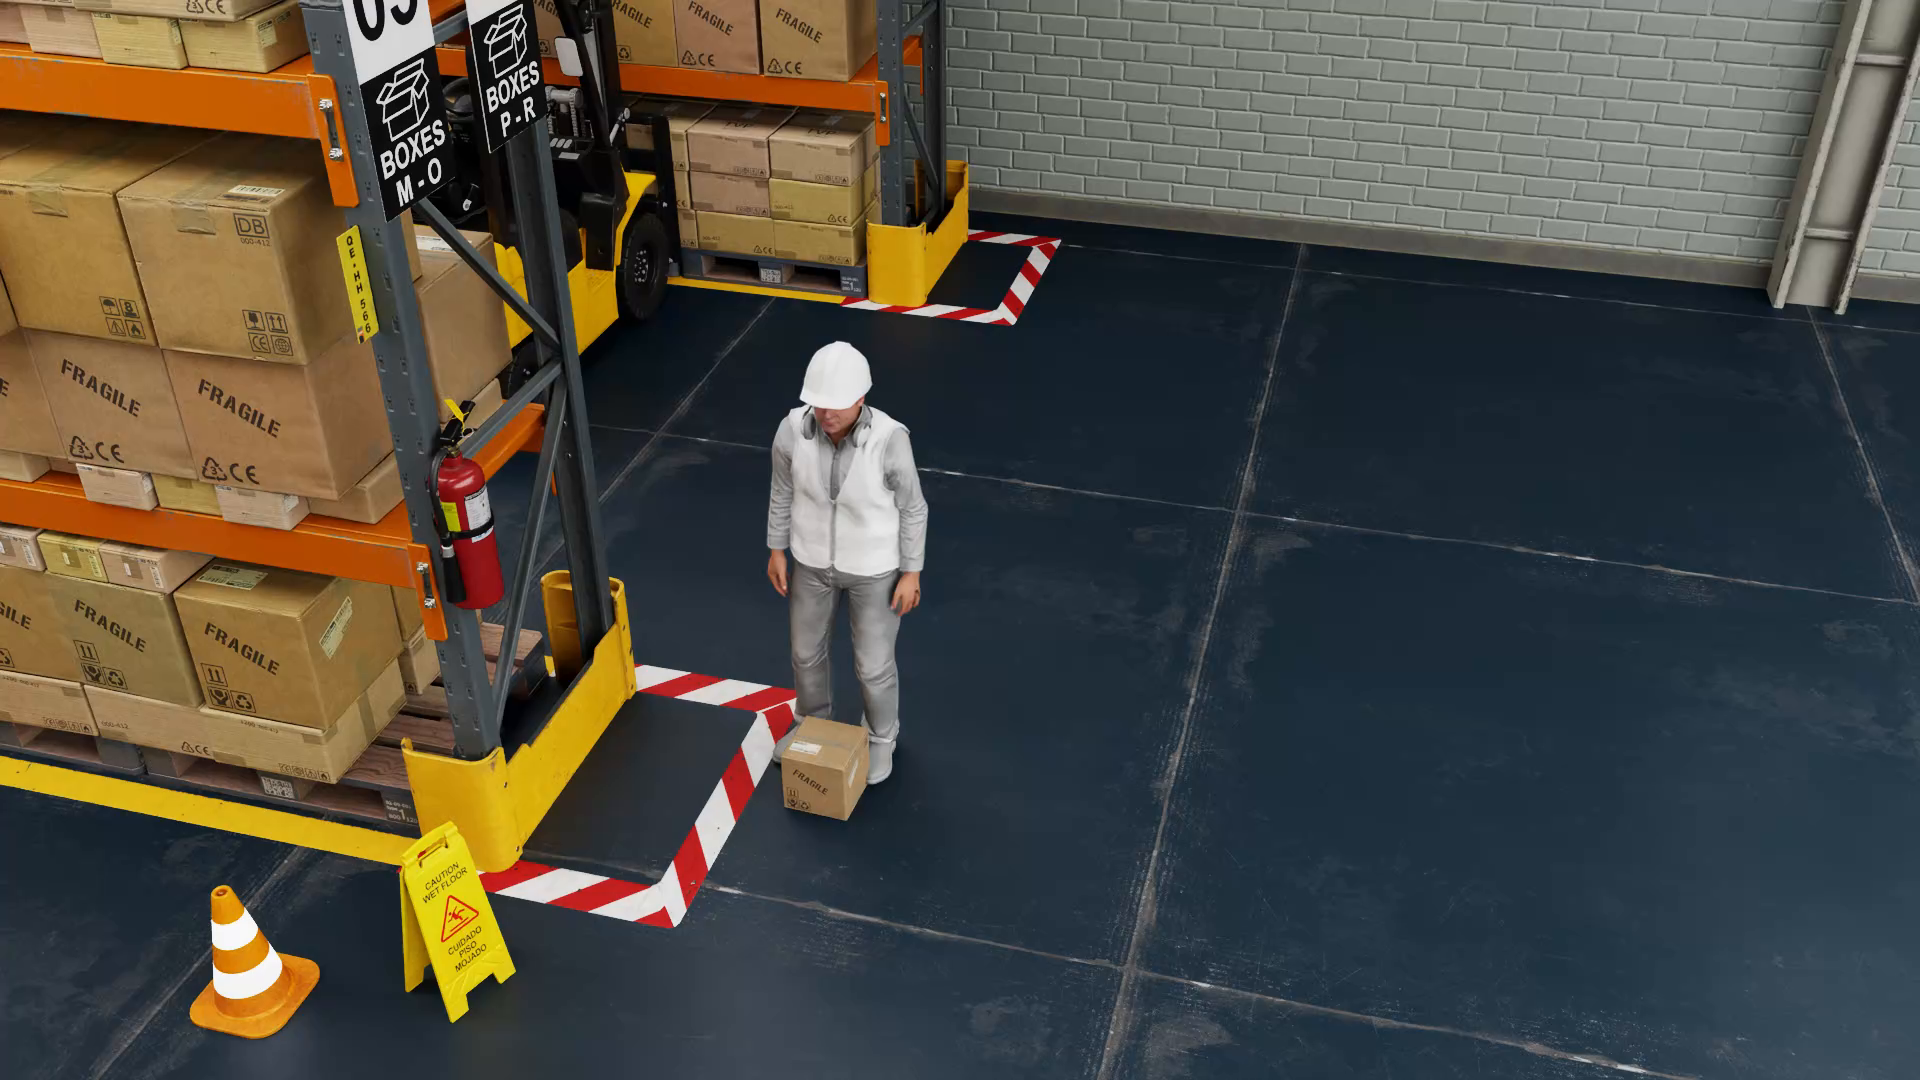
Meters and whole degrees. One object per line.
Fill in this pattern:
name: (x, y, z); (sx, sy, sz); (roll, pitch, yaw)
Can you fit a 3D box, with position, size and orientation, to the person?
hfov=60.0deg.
person: (-0.410, 0.078, 5.993); (0.593, 1.770, 0.457); (9, 34, 14)
